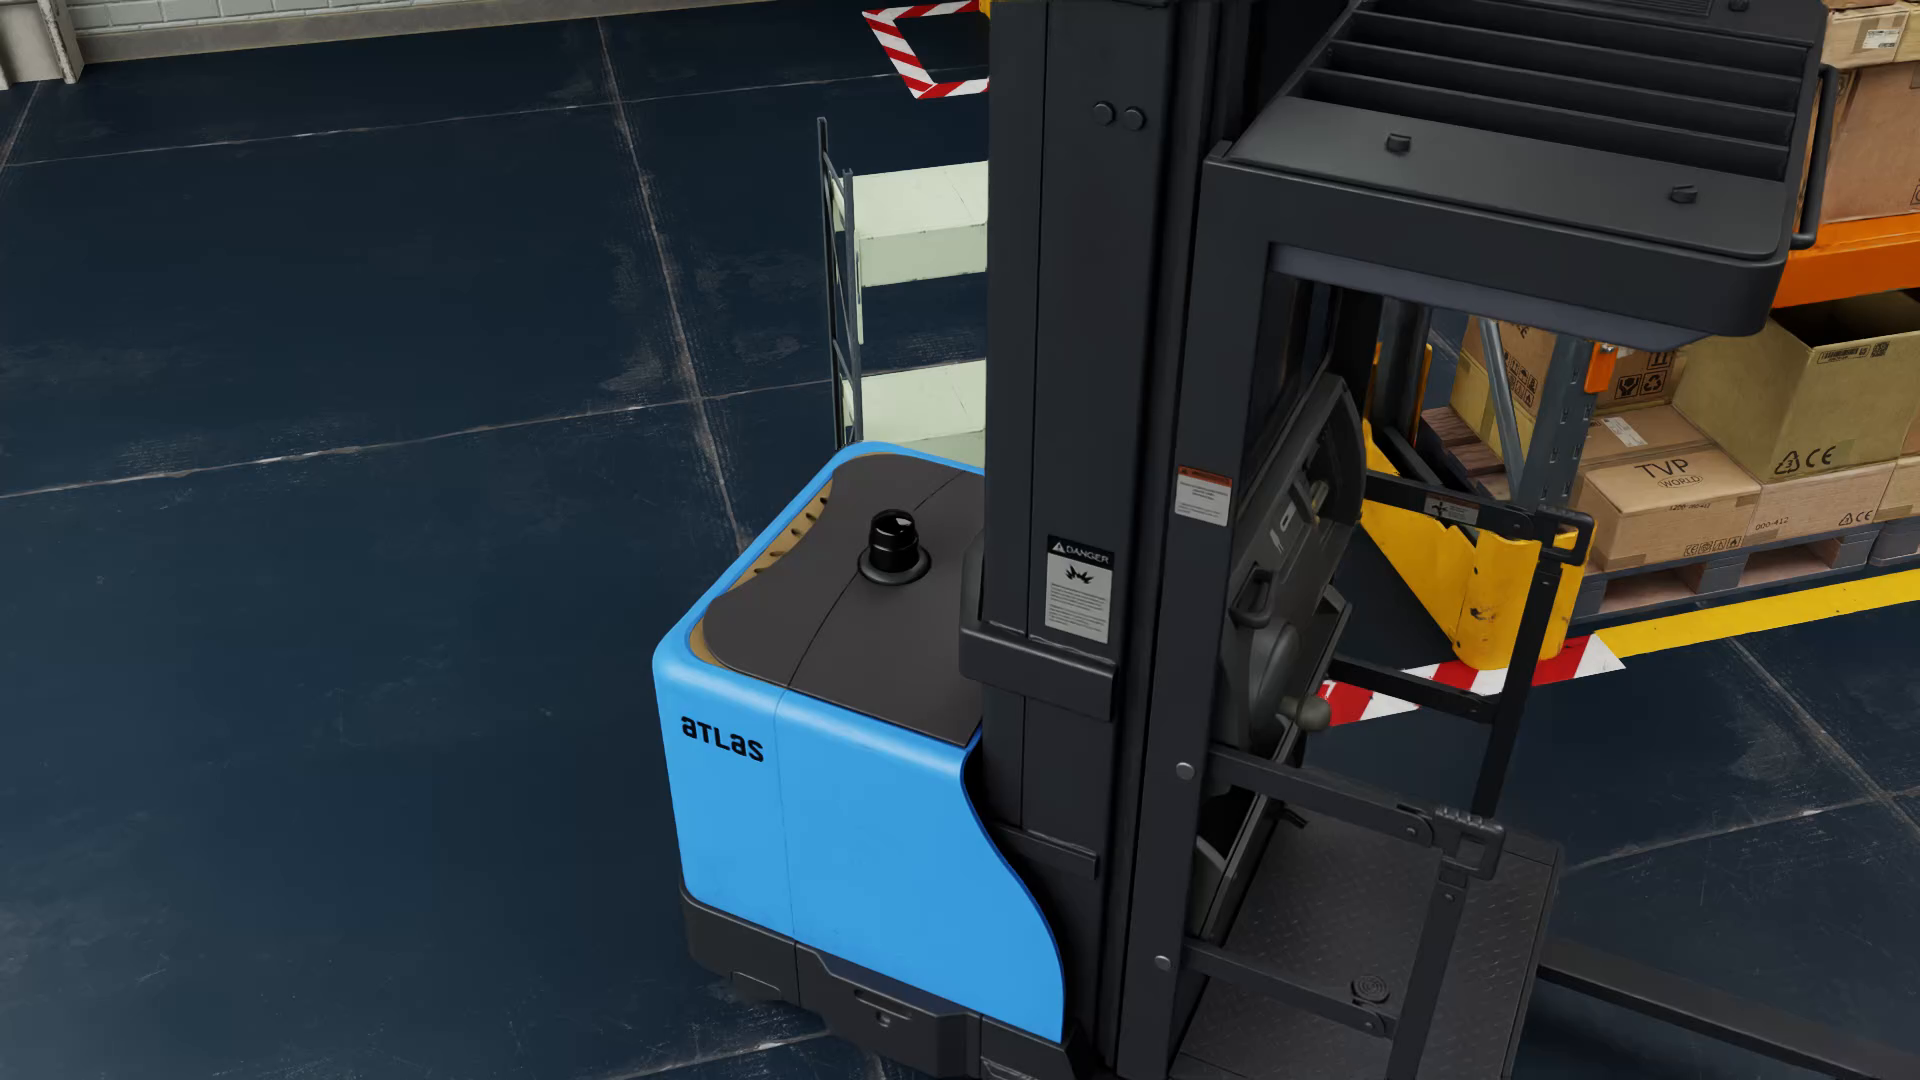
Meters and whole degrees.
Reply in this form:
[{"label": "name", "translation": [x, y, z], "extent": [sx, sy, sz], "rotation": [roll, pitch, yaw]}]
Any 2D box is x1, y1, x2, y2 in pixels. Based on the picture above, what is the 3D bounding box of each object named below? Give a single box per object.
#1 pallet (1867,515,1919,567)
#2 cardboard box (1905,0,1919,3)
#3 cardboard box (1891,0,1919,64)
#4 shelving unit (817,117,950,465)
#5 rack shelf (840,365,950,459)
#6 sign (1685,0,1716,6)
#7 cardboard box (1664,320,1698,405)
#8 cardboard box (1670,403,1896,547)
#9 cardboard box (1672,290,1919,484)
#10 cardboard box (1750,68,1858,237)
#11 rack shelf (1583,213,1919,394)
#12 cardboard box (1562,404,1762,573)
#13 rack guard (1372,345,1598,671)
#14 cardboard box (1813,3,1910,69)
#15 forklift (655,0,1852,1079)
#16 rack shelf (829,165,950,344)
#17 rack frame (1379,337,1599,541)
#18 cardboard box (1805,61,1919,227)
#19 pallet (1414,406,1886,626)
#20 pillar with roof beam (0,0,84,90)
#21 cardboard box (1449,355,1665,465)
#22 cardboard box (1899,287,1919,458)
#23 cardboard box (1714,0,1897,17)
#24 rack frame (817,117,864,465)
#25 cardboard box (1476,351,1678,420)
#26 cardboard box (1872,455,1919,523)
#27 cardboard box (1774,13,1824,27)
[{"label": "pallet", "translation": [3.541, -0.376, 6.067], "extent": [1.213, 0.211, 1.003], "rotation": [-9, 38, -12]}, {"label": "cardboard box", "translation": [2.649, -1.863, 4.566], "extent": [0.500, 0.500, 0.700], "rotation": [-10, 39, -13]}, {"label": "cardboard box", "translation": [2.568, -1.462, 4.576], "extent": [0.250, 0.149, 0.380], "rotation": [-9, 38, -12]}, {"label": "shelving unit", "translation": [-0.006, -0.595, 5.293], "extent": [0.755, 1.500, 0.431], "rotation": [-9, 38, -12]}, {"label": "rack shelf", "translation": [-0.006, -0.336, 5.491], "extent": [0.720, 0.370, 0.431], "rotation": [-9, 38, -12]}, {"label": "sign", "translation": [1.777, -1.195, 4.066], "extent": [0.005, 0.325, 0.100], "rotation": [-9, 38, -12]}, {"label": "cardboard box", "translation": [2.558, -0.566, 5.938], "extent": [0.500, 0.250, 0.500], "rotation": [-9, 38, -12]}, {"label": "cardboard box", "translation": [2.695, -0.257, 5.535], "extent": [0.500, 0.250, 0.500], "rotation": [-9, 38, -12]}, {"label": "cardboard box", "translation": [2.696, -0.554, 5.305], "extent": [0.500, 0.500, 0.500], "rotation": [-9, 38, -12]}, {"label": "cardboard box", "translation": [2.092, -1.253, 4.836], "extent": [0.500, 0.500, 0.700], "rotation": [-9, 38, -12]}, {"label": "rack shelf", "translation": [3.568, -1.178, 5.413], "extent": [4.000, 0.370, 1.077], "rotation": [-9, 38, -12]}, {"label": "cardboard box", "translation": [2.213, -0.176, 5.428], "extent": [0.500, 0.250, 0.500], "rotation": [-9, 38, -12]}, {"label": "rack guard", "translation": [1.614, -0.150, 5.534], "extent": [0.348, 0.500, 1.175], "rotation": [-9, 38, -12]}, {"label": "cardboard box", "translation": [2.327, -1.423, 4.525], "extent": [0.250, 0.149, 0.380], "rotation": [-10, 39, -13]}, {"label": "forklift", "translation": [0.794, 0.102, 3.204], "extent": [3.031, 2.935, 1.130], "rotation": [22, 43, 26]}, {"label": "rack shelf", "translation": [-0.006, -0.905, 5.056], "extent": [0.720, 0.370, 0.431], "rotation": [-9, 38, -12]}, {"label": "rack frame", "translation": [1.638, -1.146, 4.780], "extent": [0.127, 3.000, 1.000], "rotation": [-9, 38, -12]}, {"label": "cardboard box", "translation": [2.597, -1.339, 4.949], "extent": [0.500, 0.500, 0.700], "rotation": [-8, 38, -11]}, {"label": "pallet", "translation": [2.365, -0.185, 5.818], "extent": [1.213, 0.211, 1.003], "rotation": [-9, 38, -12]}, {"label": "pillar with roof beam", "translation": [-3.877, -3.577, 3.020], "extent": [0.400, 9.000, 9.100], "rotation": [-9, 38, -12]}, {"label": "cardboard box", "translation": [2.078, -0.479, 5.825], "extent": [0.500, 0.250, 0.500], "rotation": [-9, 38, -12]}, {"label": "cardboard box", "translation": [3.175, -0.641, 5.419], "extent": [0.500, 0.500, 0.500], "rotation": [-9, 38, -12]}, {"label": "cardboard box", "translation": [2.143, -1.776, 4.453], "extent": [0.500, 0.500, 0.700], "rotation": [-9, 38, -12]}, {"label": "rack frame", "translation": [-0.360, -0.537, 5.217], "extent": [0.023, 1.500, 0.400], "rotation": [-9, 38, -12]}, {"label": "cardboard box", "translation": [2.078, -0.779, 5.599], "extent": [0.500, 0.500, 0.500], "rotation": [-9, 38, -12]}, {"label": "cardboard box", "translation": [3.178, -0.336, 5.638], "extent": [0.500, 0.250, 0.500], "rotation": [-9, 38, -12]}, {"label": "cardboard box", "translation": [2.073, -1.380, 4.469], "extent": [0.250, 0.149, 0.380], "rotation": [-10, 38, -12]}]
